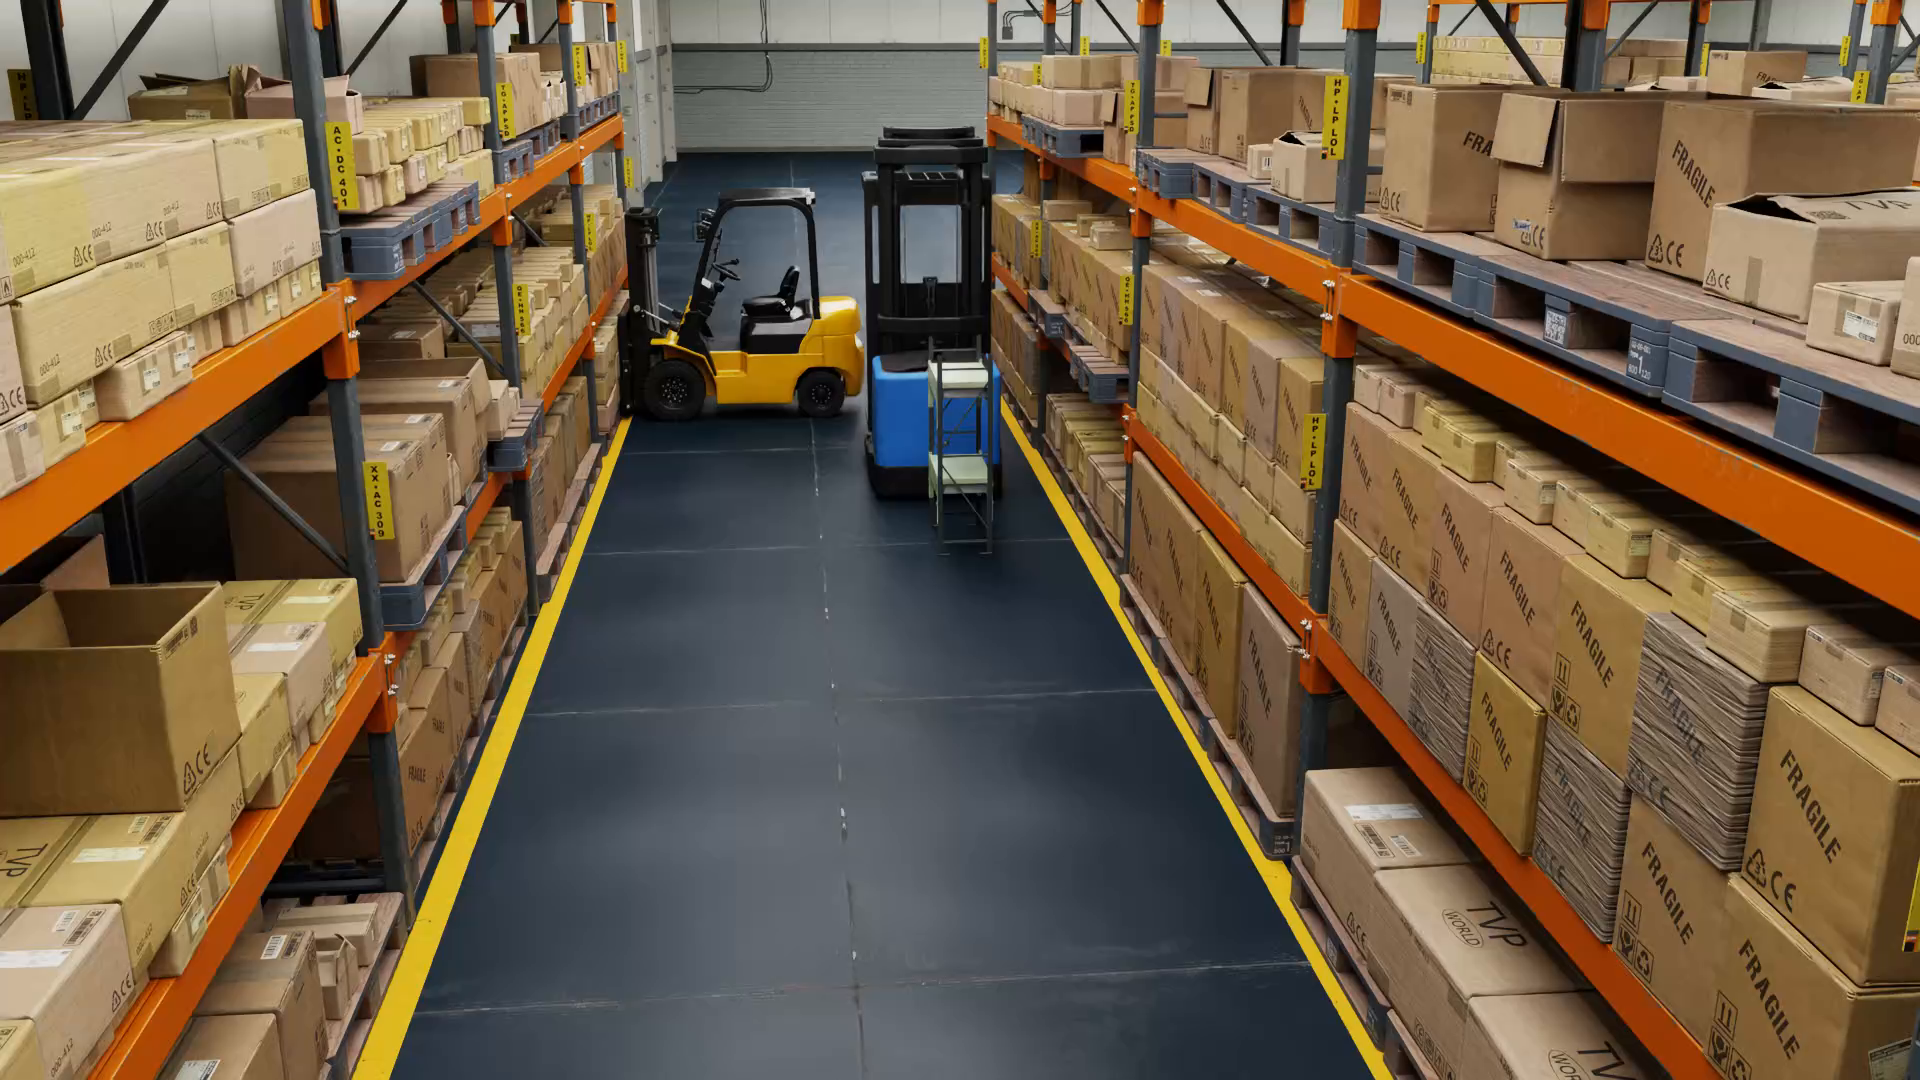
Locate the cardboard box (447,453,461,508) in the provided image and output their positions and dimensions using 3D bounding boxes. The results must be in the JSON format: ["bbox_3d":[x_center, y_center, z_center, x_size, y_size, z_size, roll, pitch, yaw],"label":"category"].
[{"bbox_3d":[-2.657,-0.288,8.111,0.396,0.266,0.258,-1,17,-3],"label":"cardboard box"}]

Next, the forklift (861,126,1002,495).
[{"bbox_3d":[-0.295,-2.157,14.653,1.130,2.935,3.031,-1,17,-5],"label":"forklift"}]

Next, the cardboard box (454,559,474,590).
[{"bbox_3d":[-2.954,0.219,9.362,0.380,0.149,0.250,-2,18,-6],"label":"cardboard box"}]

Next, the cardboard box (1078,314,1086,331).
[{"bbox_3d":[1.123,-1.703,12.811,0.380,0.149,0.250,-2,18,-7],"label":"cardboard box"}]

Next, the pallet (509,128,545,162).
[{"bbox_3d":[-3.585,-2.792,11.869,1.003,0.211,1.213,-1,17,-3],"label":"pallet"}]

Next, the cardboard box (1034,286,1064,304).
[{"bbox_3d":[0.880,-2.231,15.194,0.380,0.149,0.250,-2,18,-6],"label":"cardboard box"}]

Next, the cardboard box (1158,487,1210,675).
[{"bbox_3d":[1.706,0.215,9.830,0.875,0.875,0.875,-2,17,-5],"label":"cardboard box"}]

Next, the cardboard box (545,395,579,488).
[{"bbox_3d":[-3.583,-0.791,13.451,0.875,0.625,0.625,-2,18,-6],"label":"cardboard box"}]

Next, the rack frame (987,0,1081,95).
[{"bbox_3d":[0.804,-6.318,17.779,1.000,3.000,0.127,-2,18,-6],"label":"rack frame"}]

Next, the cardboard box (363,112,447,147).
[{"bbox_3d":[-2.707,-1.987,8.046,0.380,0.149,0.250,-2,18,-5],"label":"cardboard box"}]

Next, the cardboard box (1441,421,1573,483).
[{"bbox_3d":[1.890,-0.306,5.725,0.380,0.149,0.250,-2,18,-7],"label":"cardboard box"}]

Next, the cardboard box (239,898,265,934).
[{"bbox_3d":[-3.062,1.560,6.487,0.500,0.311,0.500,-1,17,-4],"label":"cardboard box"}]

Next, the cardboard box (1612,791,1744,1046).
[{"bbox_3d":[2.105,0.978,4.388,0.500,0.500,0.500,-2,18,-7],"label":"cardboard box"}]

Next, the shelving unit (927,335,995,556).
[{"bbox_3d":[-0.001,-0.718,12.459,0.431,1.500,0.755,-2,18,-6],"label":"shelving unit"}]

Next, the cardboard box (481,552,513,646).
[{"bbox_3d":[-3.009,0.343,10.049,0.500,0.500,0.500,-2,18,-6],"label":"cardboard box"}]

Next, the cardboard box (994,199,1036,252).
[{"bbox_3d":[0.634,-3.342,17.650,0.500,0.500,0.500,-1,17,-4],"label":"cardboard box"}]

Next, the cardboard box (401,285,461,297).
[{"bbox_3d":[-3.800,-1.742,11.970,0.380,0.149,0.250,-2,18,-7],"label":"cardboard box"}]

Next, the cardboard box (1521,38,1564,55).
[{"bbox_3d":[5.670,-4.788,16.133,0.380,0.149,0.250,-2,18,-5],"label":"cardboard box"}]

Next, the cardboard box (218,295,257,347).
[{"bbox_3d":[-2.502,-0.713,5.352,0.380,0.149,0.250,-2,18,-6],"label":"cardboard box"}]

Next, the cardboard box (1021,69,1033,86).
[{"bbox_3d":[0.769,-4.272,15.358,0.380,0.149,0.250,-1,17,-4],"label":"cardboard box"}]

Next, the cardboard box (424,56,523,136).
[{"bbox_3d":[-3.140,-2.868,10.763,0.500,0.500,0.500,-2,18,-5],"label":"cardboard box"}]

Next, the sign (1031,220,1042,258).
[{"bbox_3d":[0.678,-2.658,14.691,0.100,0.325,0.005,-2,18,-6],"label":"sign"}]

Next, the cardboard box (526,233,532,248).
[{"bbox_3d":[-4.088,-2.707,15.043,0.380,0.149,0.250,-1,17,-4],"label":"cardboard box"}]

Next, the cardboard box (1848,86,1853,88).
[{"bbox_3d":[6.635,-3.235,12.348,0.500,0.250,0.500,-1,17,-4],"label":"cardboard box"}]

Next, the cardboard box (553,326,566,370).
[{"bbox_3d":[-3.269,-1.444,12.519,0.500,0.250,0.500,-1,17,-4],"label":"cardboard box"}]

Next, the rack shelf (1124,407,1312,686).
[{"bbox_3d":[1.836,-0.133,9.295,1.077,0.370,4.000,-2,18,-6],"label":"rack shelf"}]

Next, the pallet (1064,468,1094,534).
[{"bbox_3d":[1.427,-0.338,13.400,1.003,0.211,1.213,-2,18,-6],"label":"pallet"}]

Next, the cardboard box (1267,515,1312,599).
[{"bbox_3d":[1.745,0.065,7.713,0.500,0.250,0.500,-2,18,-7],"label":"cardboard box"}]

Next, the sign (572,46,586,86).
[{"bbox_3d":[-3.181,-3.957,13.878,0.100,0.325,0.005,-2,18,-6],"label":"sign"}]

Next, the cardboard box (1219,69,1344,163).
[{"bbox_3d":[1.920,-2.463,9.637,0.700,0.500,0.500,-3,18,-8],"label":"cardboard box"}]

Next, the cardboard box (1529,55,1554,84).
[{"bbox_3d":[5.772,-4.486,15.837,0.500,0.250,0.500,-2,18,-6],"label":"cardboard box"}]

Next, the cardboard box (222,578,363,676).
[{"bbox_3d":[-2.600,0.348,6.316,0.500,0.250,0.500,-1,17,-4],"label":"cardboard box"}]

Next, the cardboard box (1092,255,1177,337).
[{"bbox_3d":[1.242,-1.743,11.857,0.500,0.500,0.500,-2,18,-7],"label":"cardboard box"}]

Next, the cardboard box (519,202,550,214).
[{"bbox_3d":[-4.149,-3.154,15.968,0.380,0.149,0.250,-1,17,-4],"label":"cardboard box"}]

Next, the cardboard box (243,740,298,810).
[{"bbox_3d":[-2.457,0.789,5.577,0.380,0.149,0.250,-2,18,-6],"label":"cardboard box"}]

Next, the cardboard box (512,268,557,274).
[{"bbox_3d":[-3.303,-1.992,12.765,0.380,0.149,0.250,-2,18,-5],"label":"cardboard box"}]

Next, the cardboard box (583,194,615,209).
[{"bbox_3d":[-3.687,-3.400,16.753,0.380,0.149,0.250,-1,17,-4],"label":"cardboard box"}]

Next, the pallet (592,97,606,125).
[{"bbox_3d":[-3.957,-4.115,15.915,1.003,0.211,1.213,-2,18,-6],"label":"pallet"}]

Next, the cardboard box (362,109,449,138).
[{"bbox_3d":[-2.844,-2.130,8.534,0.380,0.149,0.250,-2,18,-5],"label":"cardboard box"}]

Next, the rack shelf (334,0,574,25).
[{"bbox_3d":[-3.514,-3.842,11.760,1.077,0.370,4.000,-2,18,-6],"label":"rack shelf"}]

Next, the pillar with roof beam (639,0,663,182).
[{"bbox_3d":[-3.151,-13.212,39.737,9.100,9.000,0.400,-2,18,-6],"label":"pillar with roof beam"}]

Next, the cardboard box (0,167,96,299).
[{"bbox_3d":[-2.378,-0.716,3.861,0.500,0.250,0.500,-2,18,-6],"label":"cardboard box"}]

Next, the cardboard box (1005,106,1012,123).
[{"bbox_3d":[0.653,-4.274,16.693,0.380,0.149,0.250,-2,17,-5],"label":"cardboard box"}]

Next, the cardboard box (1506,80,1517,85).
[{"bbox_3d":[5.641,-4.485,16.498,0.380,0.149,0.250,-2,18,-6],"label":"cardboard box"}]

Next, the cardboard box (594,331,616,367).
[{"bbox_3d":[-3.501,-1.782,15.565,0.500,0.250,0.500,-2,18,-6],"label":"cardboard box"}]

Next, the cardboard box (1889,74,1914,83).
[{"bbox_3d":[10.539,-5.071,18.399,0.380,0.149,0.250,-2,18,-7],"label":"cardboard box"}]

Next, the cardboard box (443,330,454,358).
[{"bbox_3d":[-3.630,-1.210,10.940,0.500,0.250,0.500,-1,17,-4],"label":"cardboard box"}]

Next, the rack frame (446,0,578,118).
[{"bbox_3d":[-3.720,-4.972,13.491,1.000,3.000,0.127,-2,18,-6],"label":"rack frame"}]

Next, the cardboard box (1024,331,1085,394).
[{"bbox_3d":[0.889,-1.678,15.653,0.500,0.500,0.500,-2,18,-6],"label":"cardboard box"}]

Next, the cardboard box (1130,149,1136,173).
[{"bbox_3d":[1.354,-2.545,11.187,0.380,0.149,0.250,-2,18,-6],"label":"cardboard box"}]

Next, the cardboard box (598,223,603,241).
[{"bbox_3d":[-3.551,-2.878,15.586,0.380,0.149,0.250,-2,18,-6],"label":"cardboard box"}]

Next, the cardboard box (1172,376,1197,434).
[{"bbox_3d":[1.527,-0.778,9.563,0.500,0.250,0.500,-2,18,-6],"label":"cardboard box"}]

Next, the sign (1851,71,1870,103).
[{"bbox_3d":[5.990,-2.956,11.083,0.100,0.325,0.005,-2,18,-6],"label":"sign"}]

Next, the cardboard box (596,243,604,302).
[{"bbox_3d":[-3.576,-2.452,15.314,0.500,0.500,0.500,-1,17,-5],"label":"cardboard box"}]

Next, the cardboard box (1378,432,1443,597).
[{"bbox_3d":[1.896,-0.105,6.169,0.500,0.500,0.500,-2,18,-6],"label":"cardboard box"}]

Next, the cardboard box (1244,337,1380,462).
[{"bbox_3d":[1.685,-0.685,8.014,0.500,0.500,0.500,-1,17,-5],"label":"cardboard box"}]
